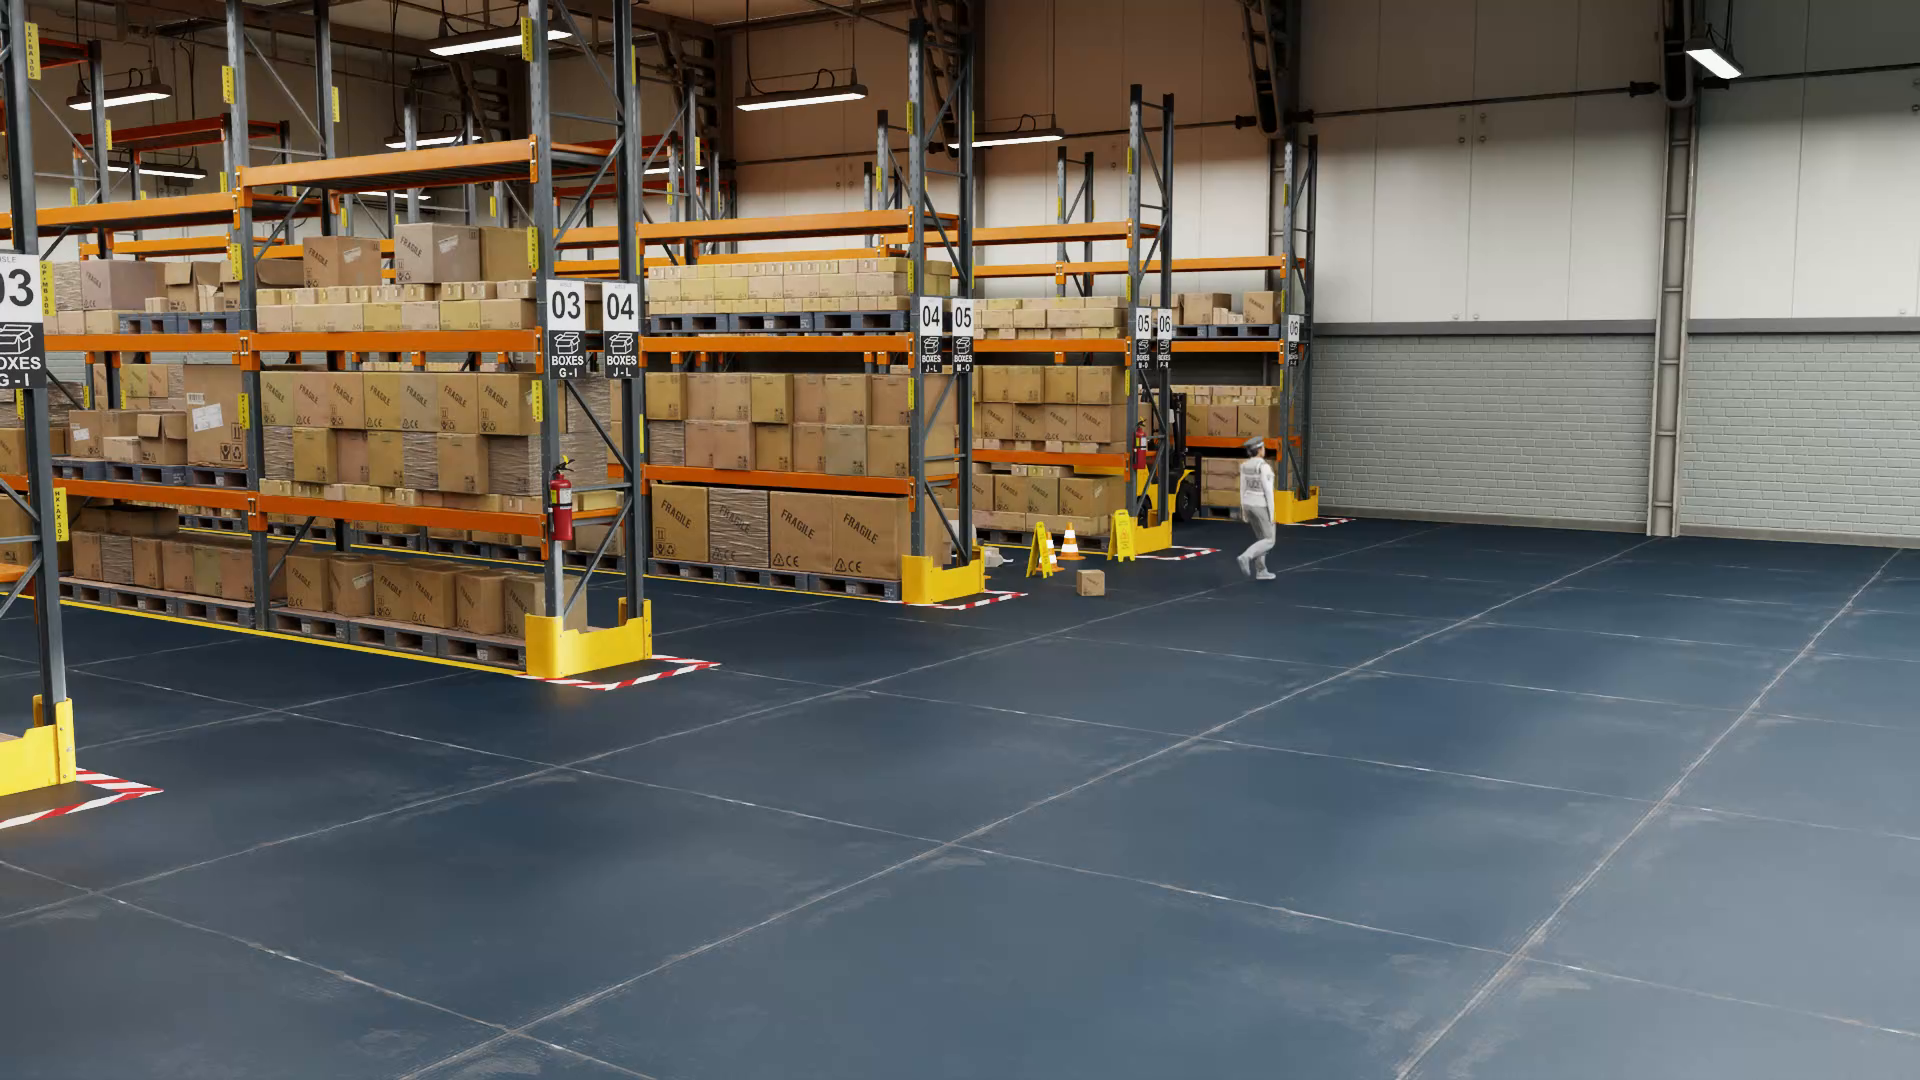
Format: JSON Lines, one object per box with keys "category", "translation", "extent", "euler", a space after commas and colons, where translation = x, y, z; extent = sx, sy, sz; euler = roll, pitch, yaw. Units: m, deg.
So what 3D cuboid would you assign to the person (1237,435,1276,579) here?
{"category": "person", "translation": [3.385, -0.364, 18.993], "extent": [0.672, 1.667, 0.489], "euler": [-4, 7, -30]}
